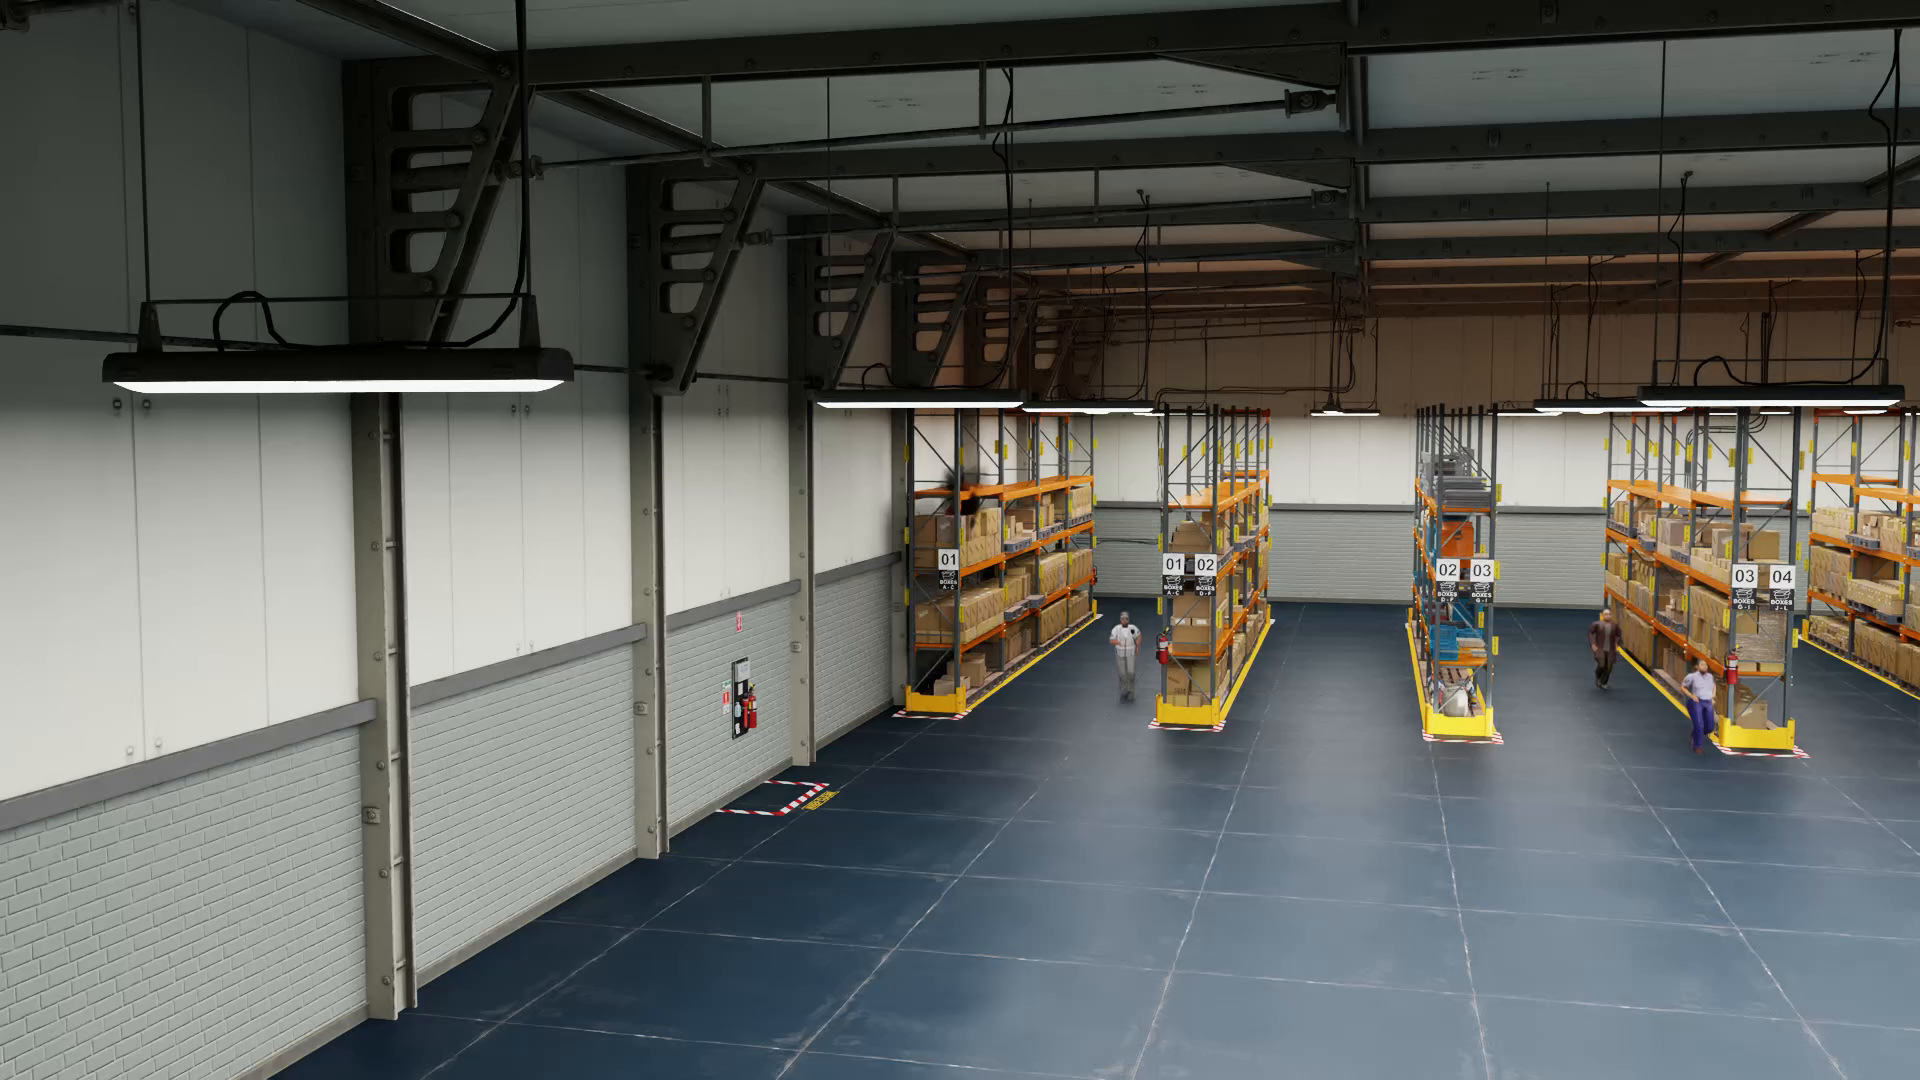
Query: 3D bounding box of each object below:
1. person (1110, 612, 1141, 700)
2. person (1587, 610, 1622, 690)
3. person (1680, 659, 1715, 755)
[{"bbox_3d":[3.383,2.378,34.034,0.638,1.839,0.767,1,4,7],"label":"person"},{"bbox_3d":[13.593,2.360,35.017,0.659,1.633,0.632,1,4,7],"label":"person"},{"bbox_3d":[12.707,2.856,28.578,0.646,1.627,0.590,0,4,-3],"label":"person"}]
